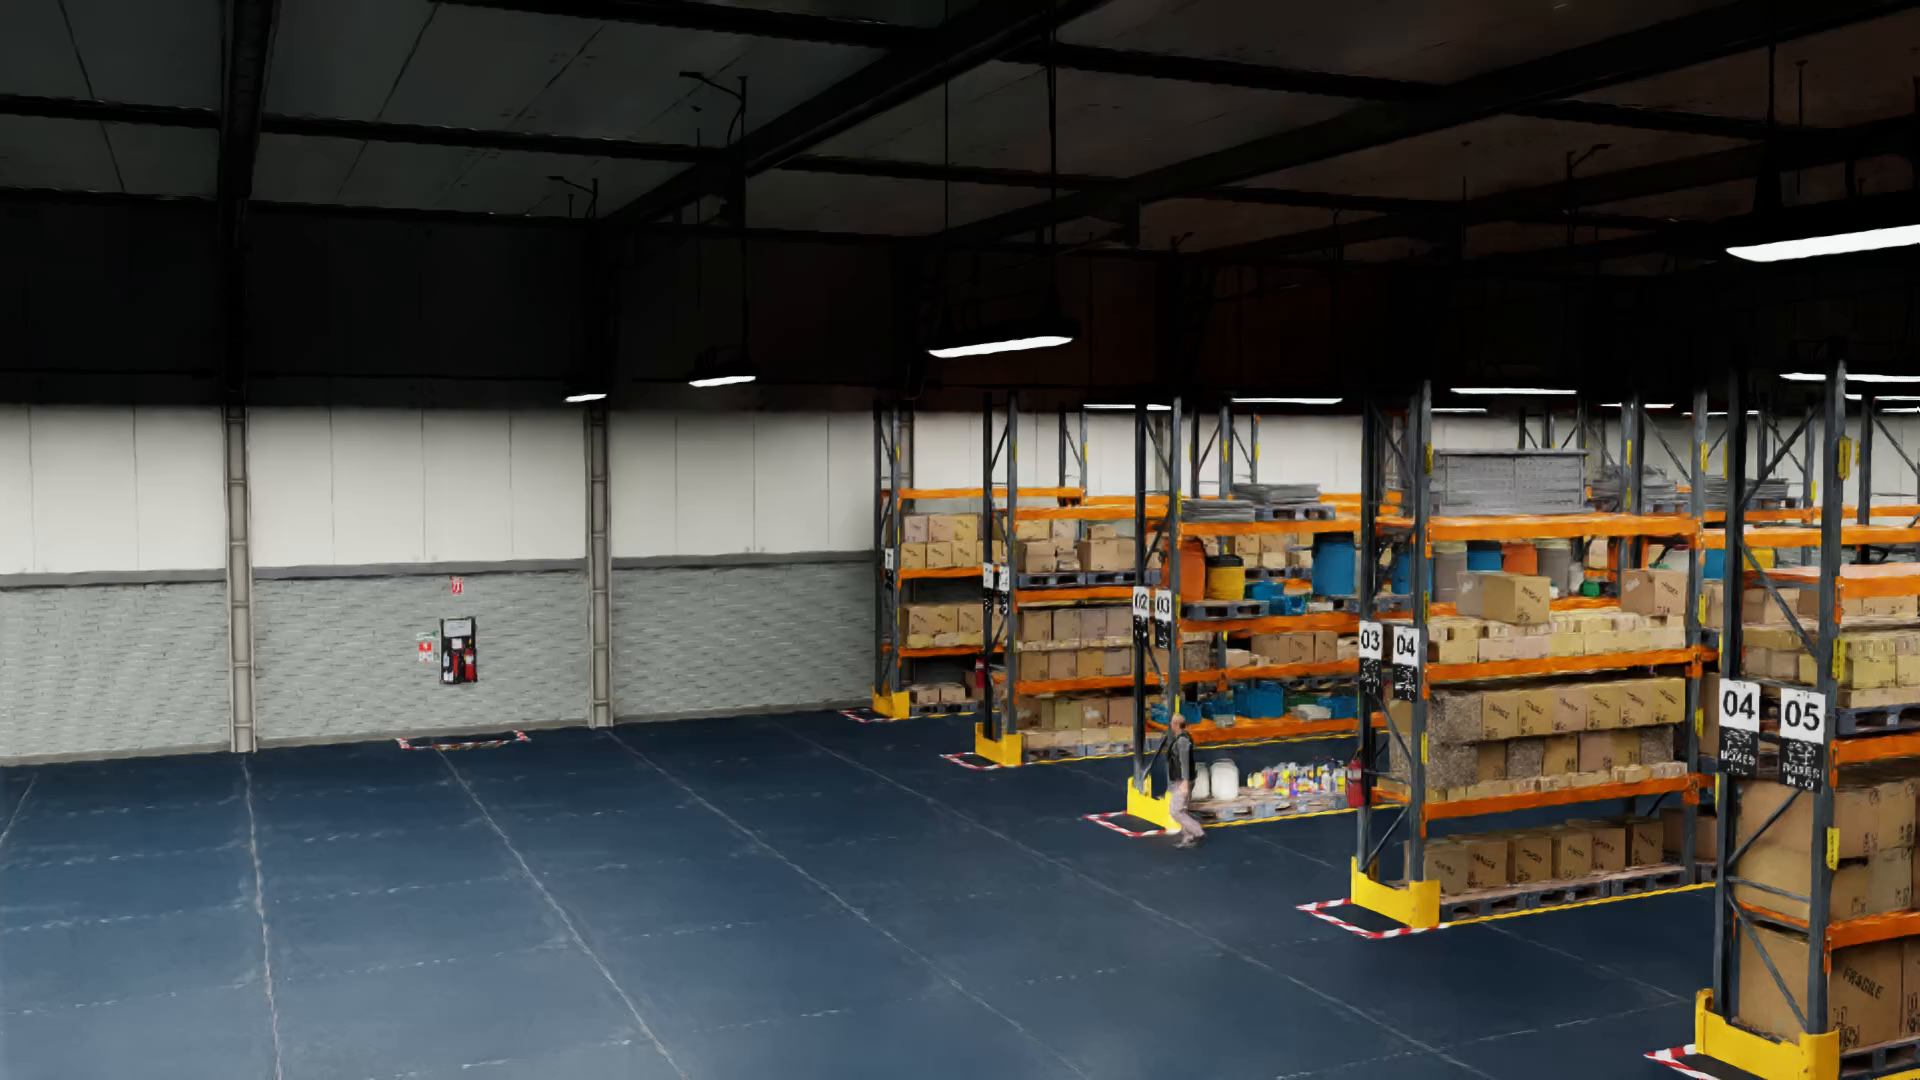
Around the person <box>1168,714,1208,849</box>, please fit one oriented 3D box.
[{"bbox_3d":[2.909,3.081,21.173,0.523,1.710,0.588,1,3,13],"label":"person"}]

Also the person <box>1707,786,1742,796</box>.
[{"bbox_3d":[11.226,2.901,24.341,0.433,1.671,0.552,3,4,41],"label":"person"}]
